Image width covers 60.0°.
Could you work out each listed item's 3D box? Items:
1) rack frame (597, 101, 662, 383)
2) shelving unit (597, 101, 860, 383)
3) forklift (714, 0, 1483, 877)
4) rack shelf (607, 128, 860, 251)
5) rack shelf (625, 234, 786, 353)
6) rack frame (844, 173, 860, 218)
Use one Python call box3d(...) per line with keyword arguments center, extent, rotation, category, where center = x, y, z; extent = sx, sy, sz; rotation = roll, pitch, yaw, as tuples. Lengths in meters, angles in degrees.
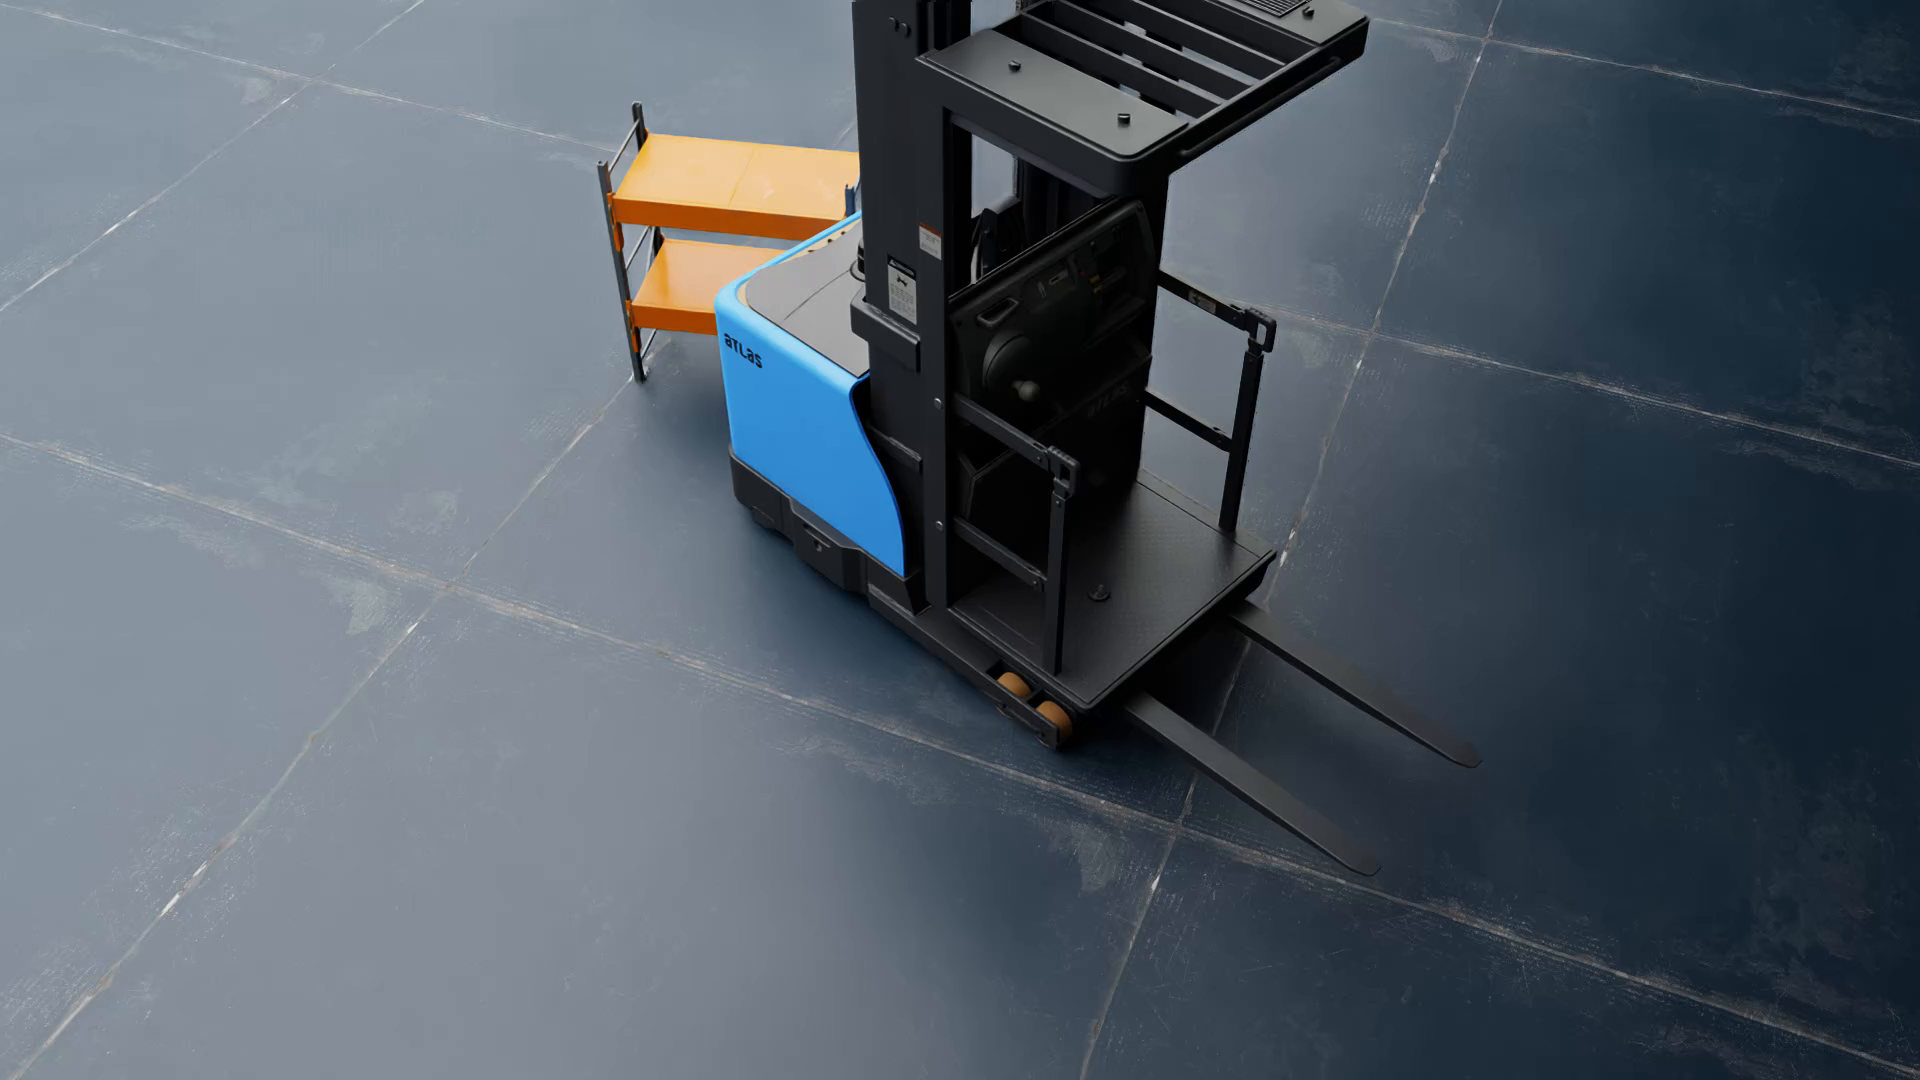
box3d(center=(-1.401, -1.278, 7.237), extent=(0.032, 1.125, 0.500), rotation=(7, 45, 7), category="rack frame")
box3d(center=(-0.900, -1.217, 7.176), extent=(1.048, 1.125, 0.538), rotation=(7, 45, 7), category="shelving unit")
box3d(center=(0.474, -0.712, 5.387), extent=(3.031, 2.935, 1.130), rotation=(35, 54, 30), category="forklift")
box3d(center=(-0.900, -1.425, 6.970), extent=(1.000, 0.278, 0.538), rotation=(7, 45, 7), category="rack shelf")
box3d(center=(-0.900, -1.044, 7.348), extent=(1.000, 0.278, 0.538), rotation=(7, 45, 7), category="rack shelf")
box3d(center=(-0.399, -1.157, 7.115), extent=(0.032, 1.125, 0.500), rotation=(7, 45, 7), category="rack frame")
